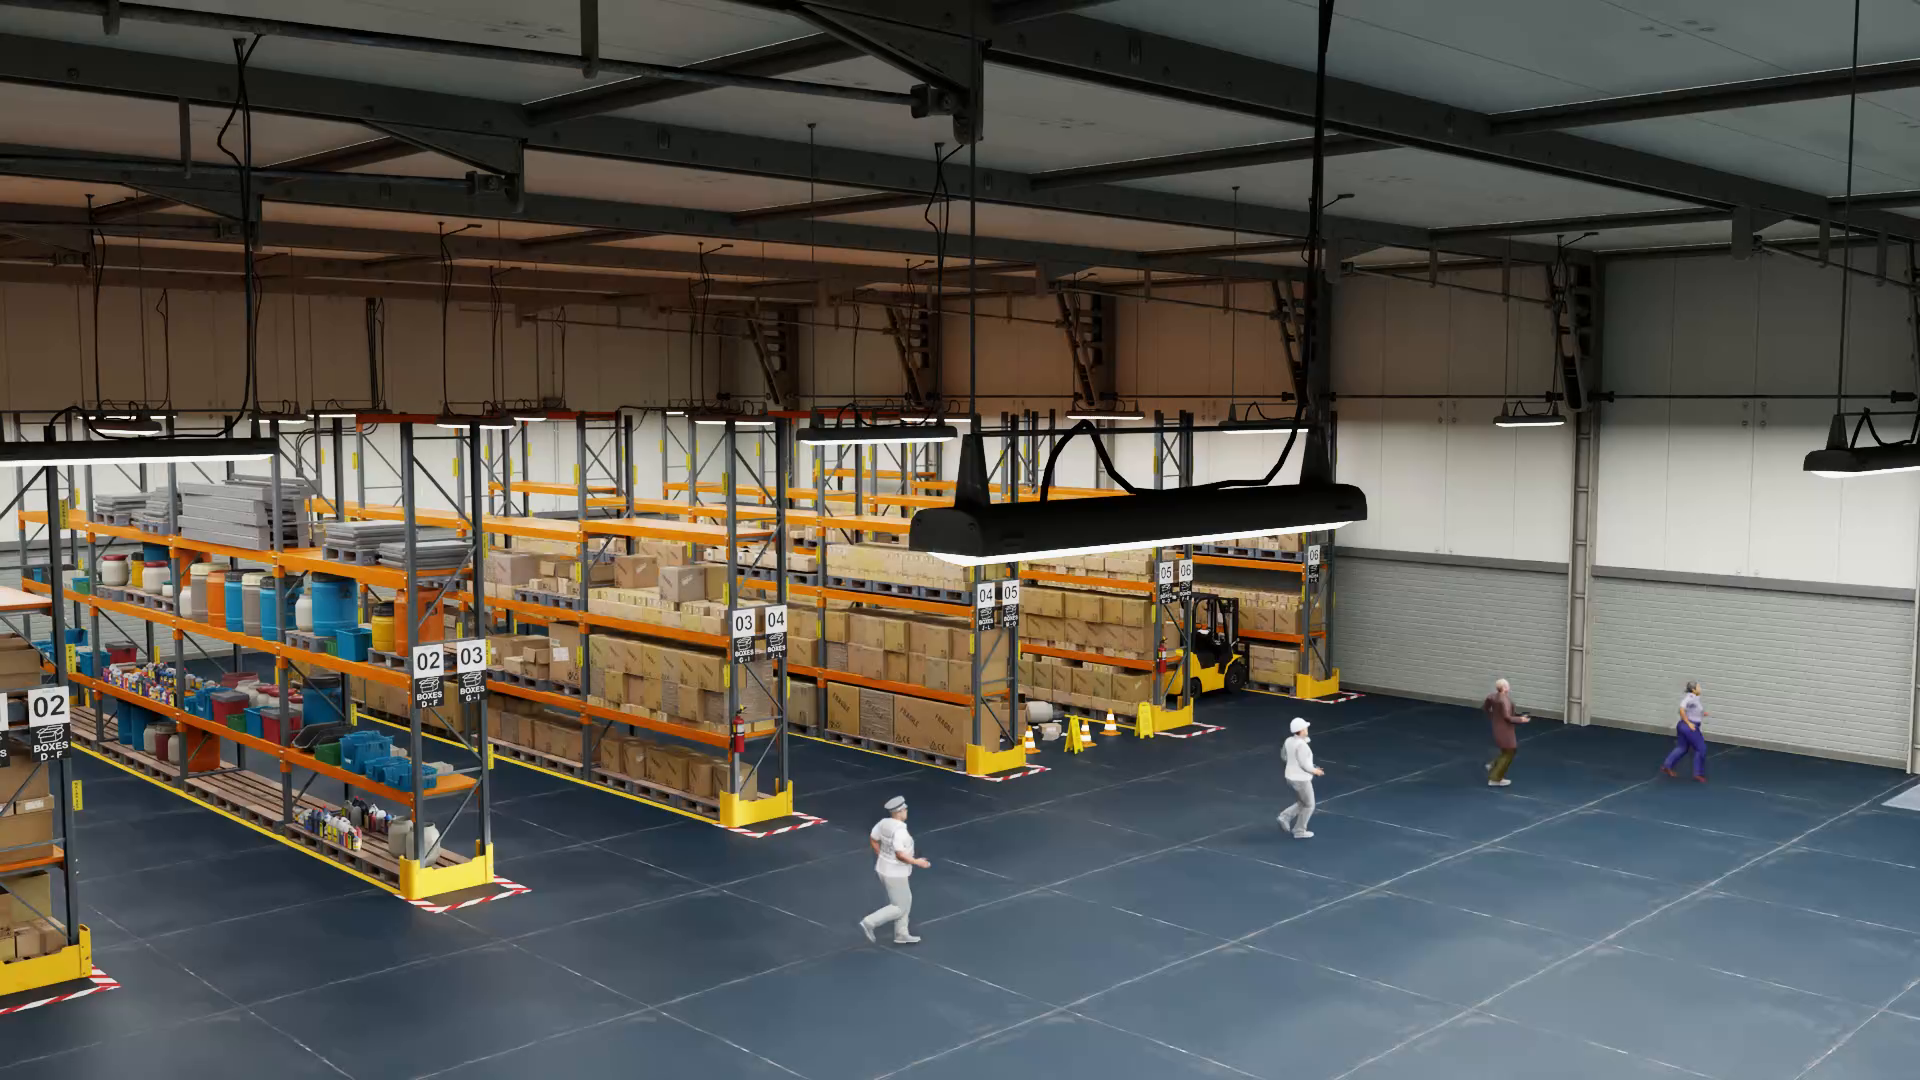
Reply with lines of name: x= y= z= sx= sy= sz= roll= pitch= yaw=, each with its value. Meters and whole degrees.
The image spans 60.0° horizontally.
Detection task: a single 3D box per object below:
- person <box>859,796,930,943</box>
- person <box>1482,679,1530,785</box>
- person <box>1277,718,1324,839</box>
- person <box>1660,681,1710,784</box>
person: x=-0.816 y=3.811 z=19.054 sx=0.829 sy=1.750 sz=0.653 roll=-3 pitch=6 yaw=-27
person: x=8.878 y=3.111 z=26.978 sx=0.634 sy=1.733 sz=0.698 roll=0 pitch=5 yaw=-4
person: x=4.862 y=3.404 z=23.789 sx=0.587 sy=1.729 sz=0.680 roll=-1 pitch=5 yaw=-12
person: x=11.925 y=3.145 z=27.306 sx=0.756 sy=1.700 sz=0.596 roll=1 pitch=5 yaw=12
